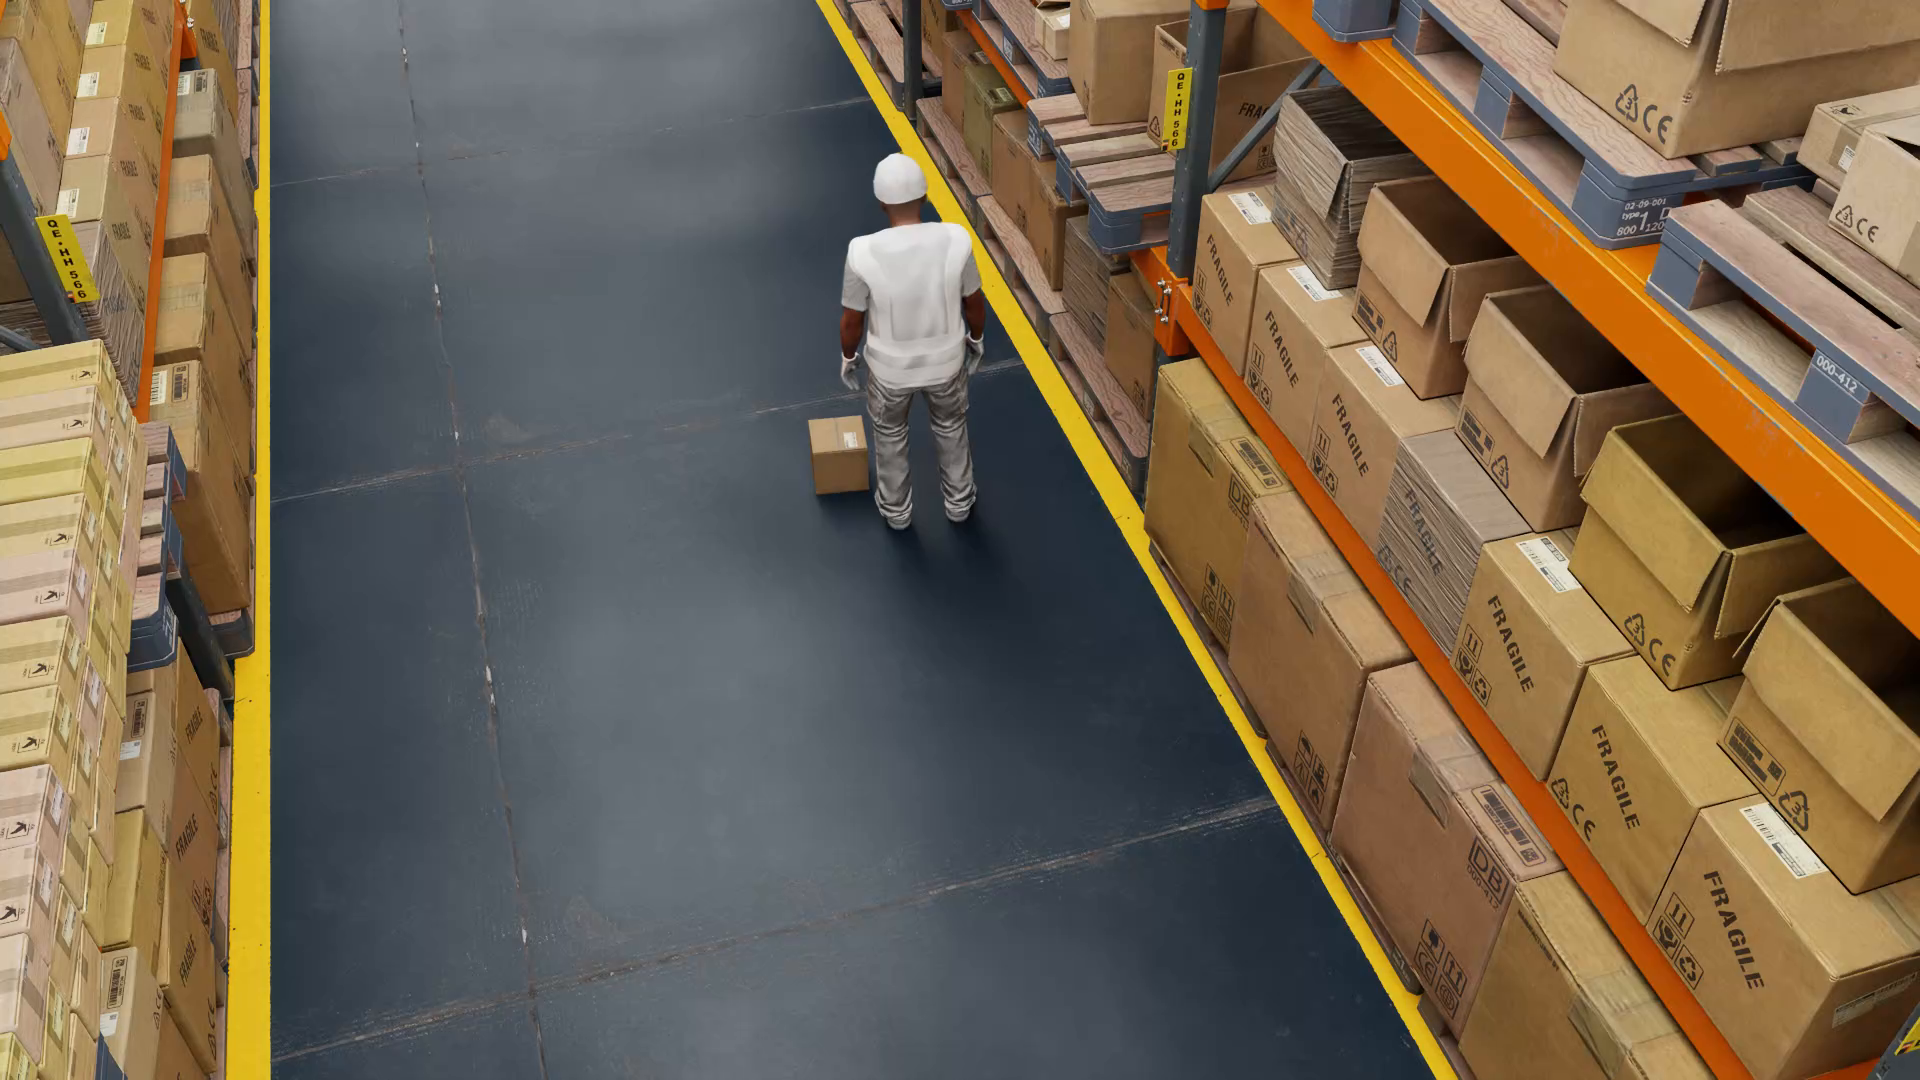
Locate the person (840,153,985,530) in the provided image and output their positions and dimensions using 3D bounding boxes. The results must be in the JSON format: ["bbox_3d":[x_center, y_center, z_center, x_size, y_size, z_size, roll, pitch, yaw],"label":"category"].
[{"bbox_3d":[-0.198,-0.793,7.038,0.625,1.772,0.452,-8,42,-8],"label":"person"}]
